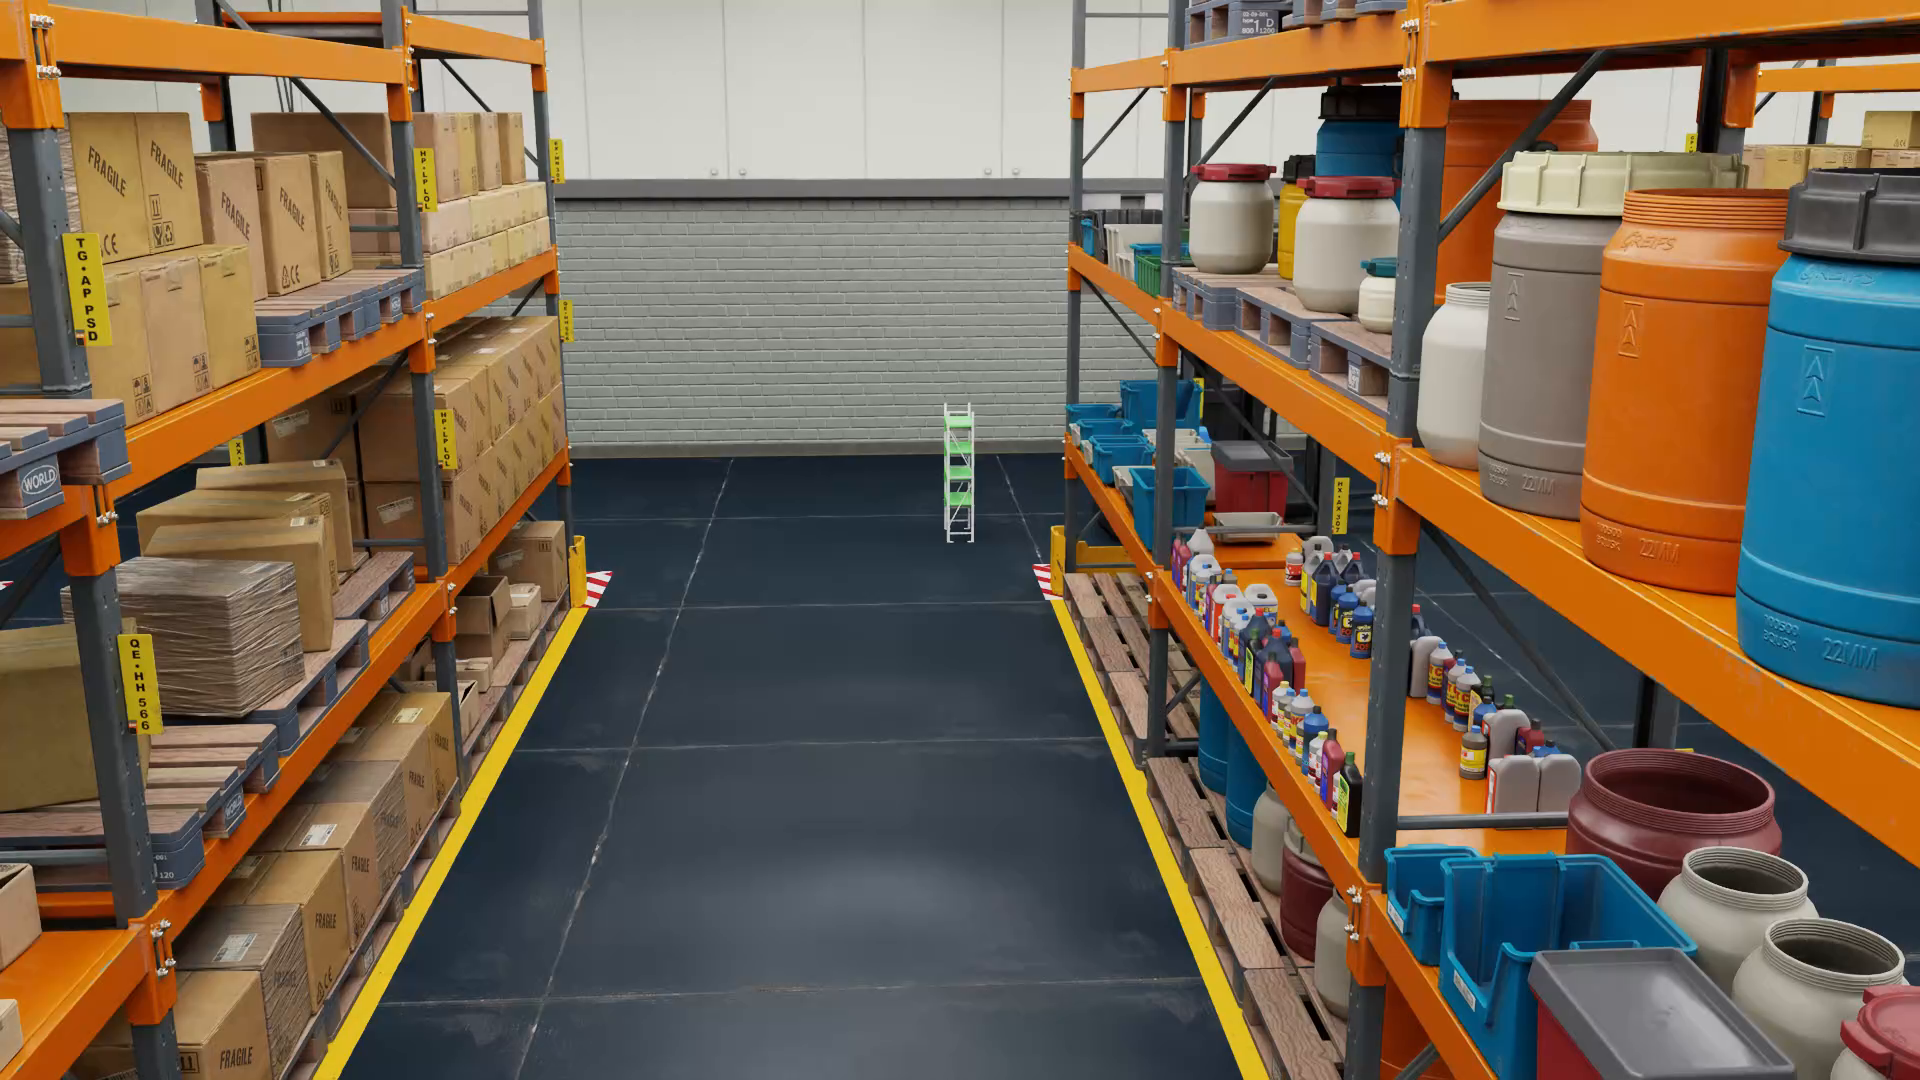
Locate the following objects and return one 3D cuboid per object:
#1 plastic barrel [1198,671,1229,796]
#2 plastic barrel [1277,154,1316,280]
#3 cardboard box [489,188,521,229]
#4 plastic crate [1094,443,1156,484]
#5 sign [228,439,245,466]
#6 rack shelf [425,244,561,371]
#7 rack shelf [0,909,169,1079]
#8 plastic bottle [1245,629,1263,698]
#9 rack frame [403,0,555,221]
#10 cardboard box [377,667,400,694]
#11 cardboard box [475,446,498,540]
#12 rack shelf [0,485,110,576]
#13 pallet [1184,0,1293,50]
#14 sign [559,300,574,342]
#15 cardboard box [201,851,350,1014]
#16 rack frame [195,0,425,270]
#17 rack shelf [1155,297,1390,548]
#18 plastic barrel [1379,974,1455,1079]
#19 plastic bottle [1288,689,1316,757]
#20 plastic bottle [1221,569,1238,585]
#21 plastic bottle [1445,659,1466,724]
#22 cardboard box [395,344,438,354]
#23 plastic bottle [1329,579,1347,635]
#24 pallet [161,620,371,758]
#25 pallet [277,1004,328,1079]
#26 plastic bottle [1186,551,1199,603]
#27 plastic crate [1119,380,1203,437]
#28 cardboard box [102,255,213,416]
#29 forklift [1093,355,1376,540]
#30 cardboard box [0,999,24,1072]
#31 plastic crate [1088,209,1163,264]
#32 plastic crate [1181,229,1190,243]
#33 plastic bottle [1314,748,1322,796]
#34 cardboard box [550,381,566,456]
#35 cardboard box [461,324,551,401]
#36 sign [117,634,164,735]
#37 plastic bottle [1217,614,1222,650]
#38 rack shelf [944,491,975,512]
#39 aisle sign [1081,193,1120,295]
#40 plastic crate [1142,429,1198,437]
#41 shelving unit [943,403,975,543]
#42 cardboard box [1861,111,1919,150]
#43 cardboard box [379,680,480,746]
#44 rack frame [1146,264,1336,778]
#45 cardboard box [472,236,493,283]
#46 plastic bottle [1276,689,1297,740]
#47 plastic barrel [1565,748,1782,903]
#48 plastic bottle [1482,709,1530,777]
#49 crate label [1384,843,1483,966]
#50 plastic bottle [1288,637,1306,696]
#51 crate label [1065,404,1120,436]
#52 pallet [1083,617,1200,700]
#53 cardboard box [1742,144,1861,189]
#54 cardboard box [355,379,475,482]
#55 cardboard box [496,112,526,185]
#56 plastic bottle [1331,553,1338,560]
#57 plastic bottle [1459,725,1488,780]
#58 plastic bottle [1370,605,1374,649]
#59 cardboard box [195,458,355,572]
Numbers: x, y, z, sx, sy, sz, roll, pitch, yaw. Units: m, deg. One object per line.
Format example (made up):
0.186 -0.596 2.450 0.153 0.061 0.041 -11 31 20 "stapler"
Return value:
1.617 0.898 9.109 0.600 0.901 0.708 -1 14 -3 "plastic barrel"
1.859 -1.574 8.108 0.600 0.588 0.600 0 14 0 "plastic barrel"
-3.247 -2.219 11.134 0.500 0.250 0.500 -1 14 -3 "cardboard box"
1.139 -0.525 11.486 0.416 0.233 0.300 -1 14 -3 "plastic crate"
-3.885 -0.384 8.986 0.100 0.325 0.005 -1 14 -3 "sign"
-3.468 -1.577 10.783 1.077 0.370 4.000 -1 14 -3 "rack shelf"
-2.972 1.865 3.424 1.077 0.370 4.000 -1 14 -3 "rack shelf"
1.306 0.543 7.353 0.061 0.283 0.133 -1 14 -3 "plastic bottle"
-3.592 -3.875 12.252 1.000 3.000 0.127 -1 14 -3 "rack frame"
-3.662 0.885 9.924 0.500 0.500 0.500 -1 14 -3 "cardboard box"
-3.139 -0.282 10.125 0.500 0.500 0.500 -1 14 -2 "cardboard box"
-2.972 0.413 3.050 1.077 0.370 4.000 -1 14 -3 "rack shelf"
1.682 -2.466 7.955 1.003 0.211 1.213 -1 14 -3 "pallet"
-3.037 -1.687 12.830 0.100 0.325 0.005 -1 14 -3 "sign"
-2.903 1.645 6.972 0.500 0.500 0.500 -1 14 -4 "cardboard box"
-3.344 -2.880 8.386 1.000 3.000 0.127 -1 14 -3 "rack frame"
1.724 -0.658 7.210 1.077 0.370 4.000 -1 14 -3 "rack shelf"
1.801 1.670 6.251 0.600 0.830 0.708 -1 14 -3 "plastic barrel"
1.370 0.729 6.654 0.097 0.271 0.097 0 14 0 "plastic bottle"
1.394 0.251 8.653 0.097 0.201 0.097 0 14 0 "plastic bottle"
2.107 0.635 7.021 0.097 0.271 0.097 0 14 0 "plastic bottle"
-3.729 -1.007 10.938 0.500 0.500 0.500 -1 14 -4 "cardboard box"
1.878 0.328 8.216 0.097 0.271 0.097 0 14 0 "plastic bottle"
-3.221 0.629 7.171 1.003 0.211 1.213 -1 14 -3 "pallet"
-3.105 2.184 6.339 1.003 0.211 1.213 -1 14 -3 "pallet"
1.237 0.195 8.730 0.097 0.271 0.097 0 14 0 "plastic bottle"
1.559 -1.011 12.969 0.616 0.435 0.499 -1 14 -3 "plastic crate"
-3.188 -0.716 5.794 0.910 0.500 0.500 -1 14 -3 "cardboard box"
2.830 -1.538 15.346 3.031 2.935 1.130 -2 15 -9 "forklift"
-2.765 1.361 4.446 0.380 0.149 0.250 -1 14 -3 "cardboard box"
1.173 -2.084 11.434 0.504 0.338 0.767 -1 14 -3 "plastic crate"
1.698 -2.155 12.010 0.450 0.188 0.336 -1 14 -3 "plastic crate"
1.394 0.860 6.287 0.097 0.201 0.097 0 14 0 "plastic bottle"
-3.292 -0.911 12.571 0.500 0.500 0.500 0 14 -2 "cardboard box"
-3.258 -1.270 11.961 0.500 0.500 0.500 0 14 -2 "cardboard box"
-2.542 0.450 5.159 0.100 0.325 0.005 -1 14 -3 "sign"
1.286 0.426 7.973 0.097 0.201 0.097 0 14 0 "plastic bottle"
-0.010 -0.328 15.336 0.258 0.148 0.480 -1 14 -3 "rack shelf"
1.051 -2.318 13.021 0.394 0.787 0.004 -1 14 -3 "aisle sign"
1.583 -0.747 12.541 0.396 0.136 0.243 -1 14 -3 "plastic crate"
-0.010 -0.622 15.260 0.258 1.200 0.503 -1 14 -3 "shelving unit"
6.411 -2.735 11.093 0.500 0.250 0.500 -1 14 -5 "cardboard box"
-3.154 1.006 9.832 0.500 0.311 0.500 -1 14 -3 "cardboard box"
1.600 -0.051 9.427 1.000 3.000 0.127 -1 14 -3 "rack frame"
-3.184 -1.729 10.230 0.500 0.250 0.500 -1 14 -3 "cardboard box"
1.358 0.715 6.851 0.097 0.201 0.097 0 14 0 "plastic bottle"
2.179 0.989 5.113 0.600 0.536 0.708 -1 14 -3 "plastic barrel"
2.115 0.777 6.461 0.152 0.276 0.135 -1 14 -3 "plastic bottle"
1.500 1.136 5.152 0.303 0.233 0.416 -1 14 -3 "crate label"
1.459 0.574 7.233 0.061 0.283 0.133 -1 14 -3 "plastic bottle"
1.039 -0.927 13.048 0.416 0.233 0.303 -1 14 -3 "crate label"
1.437 0.813 11.665 1.003 0.211 1.213 -1 14 -3 "pallet"
6.381 -2.746 12.640 0.700 0.500 0.500 -2 15 -7 "cardboard box"
-3.092 -0.629 9.469 0.500 0.500 0.500 -1 14 -2 "cardboard box"
-3.544 -2.828 11.993 0.700 0.500 0.500 -1 14 -3 "cardboard box"
1.970 0.193 8.728 0.152 0.276 0.135 -1 14 -3 "plastic bottle"
1.992 0.819 6.445 0.097 0.201 0.097 0 14 0 "plastic bottle"
2.024 0.410 7.886 0.152 0.276 0.135 -1 14 -3 "plastic bottle"
-3.538 -0.106 8.597 0.700 0.500 0.500 -6 16 -22 "cardboard box"
